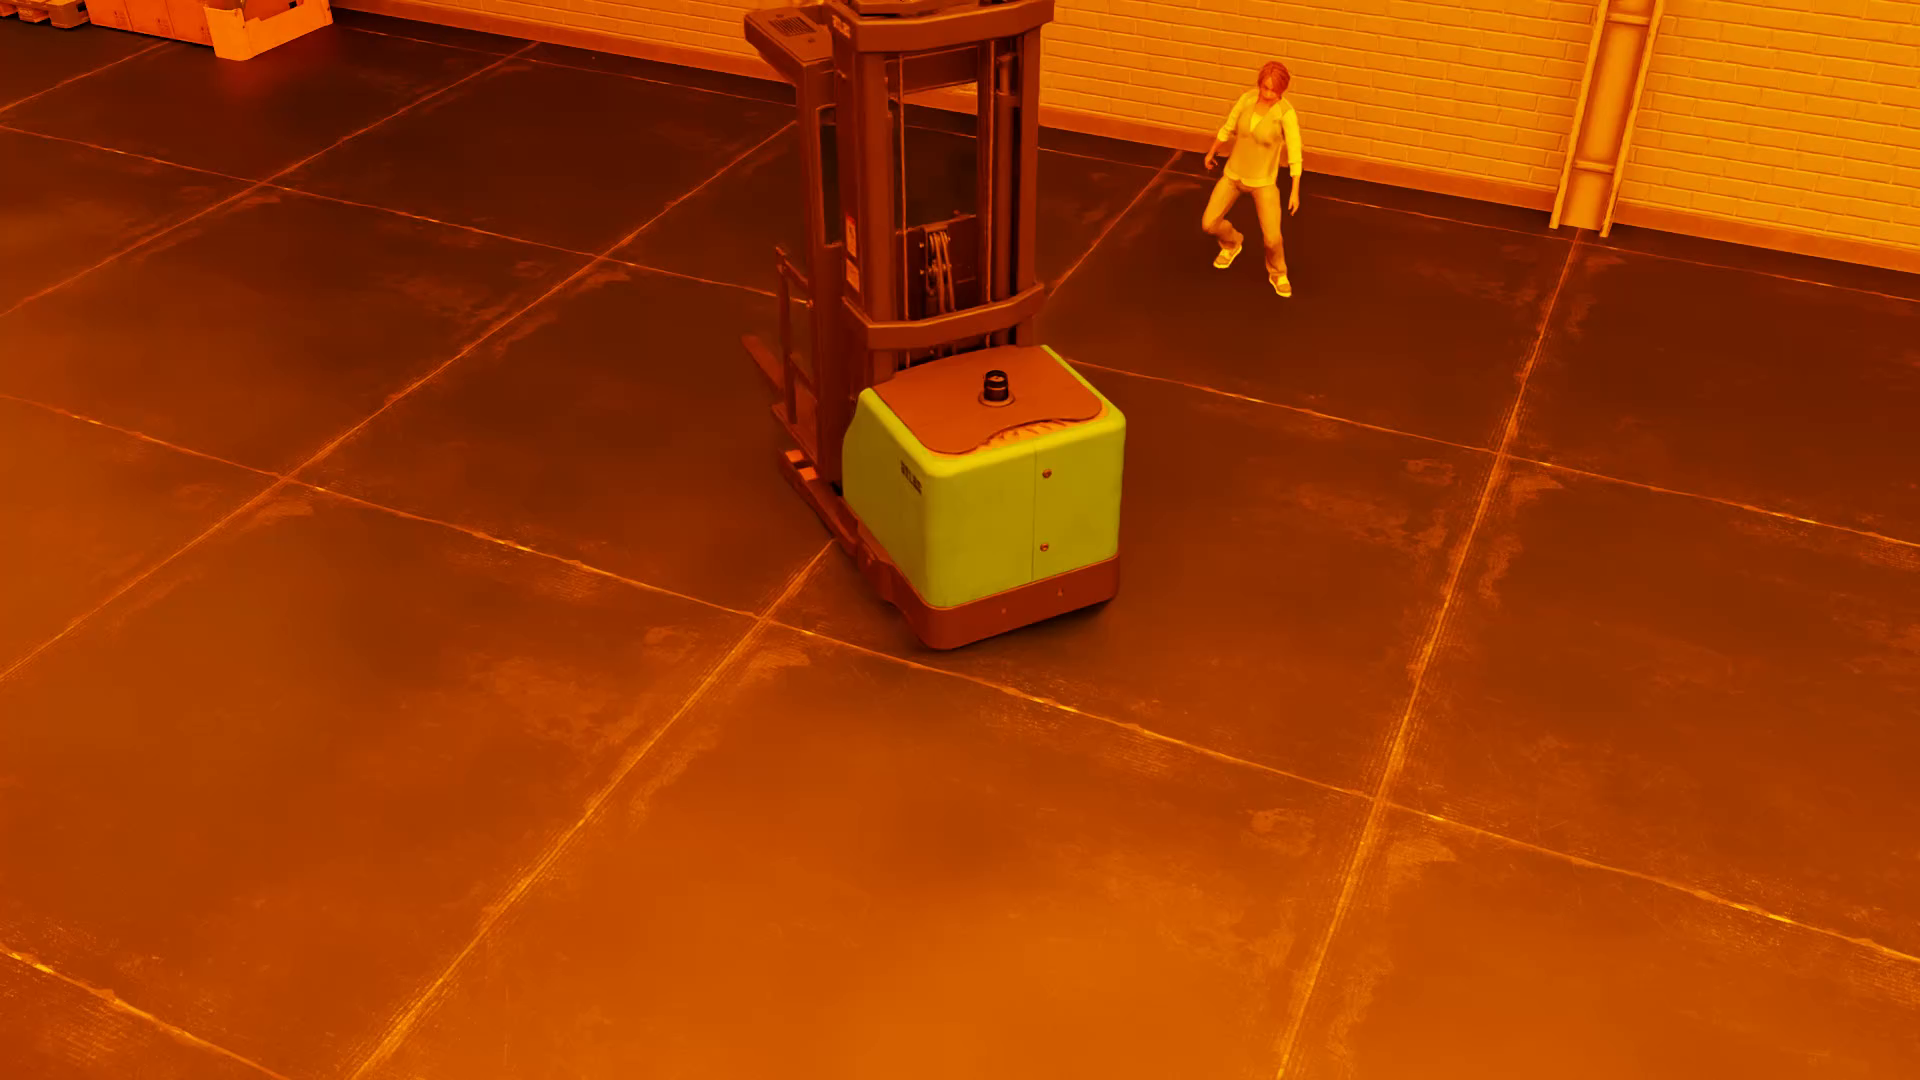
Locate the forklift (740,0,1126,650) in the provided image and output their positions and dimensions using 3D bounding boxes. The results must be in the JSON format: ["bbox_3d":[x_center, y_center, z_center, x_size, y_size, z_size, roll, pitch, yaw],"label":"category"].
[{"bbox_3d":[-0.335,-1.522,8.221,1.130,2.935,3.031,-16,39,-21],"label":"forklift"}]

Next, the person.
[{"bbox_3d":[1.855,-2.317,10.565,0.754,1.517,0.452,26,43,31],"label":"person"}]
